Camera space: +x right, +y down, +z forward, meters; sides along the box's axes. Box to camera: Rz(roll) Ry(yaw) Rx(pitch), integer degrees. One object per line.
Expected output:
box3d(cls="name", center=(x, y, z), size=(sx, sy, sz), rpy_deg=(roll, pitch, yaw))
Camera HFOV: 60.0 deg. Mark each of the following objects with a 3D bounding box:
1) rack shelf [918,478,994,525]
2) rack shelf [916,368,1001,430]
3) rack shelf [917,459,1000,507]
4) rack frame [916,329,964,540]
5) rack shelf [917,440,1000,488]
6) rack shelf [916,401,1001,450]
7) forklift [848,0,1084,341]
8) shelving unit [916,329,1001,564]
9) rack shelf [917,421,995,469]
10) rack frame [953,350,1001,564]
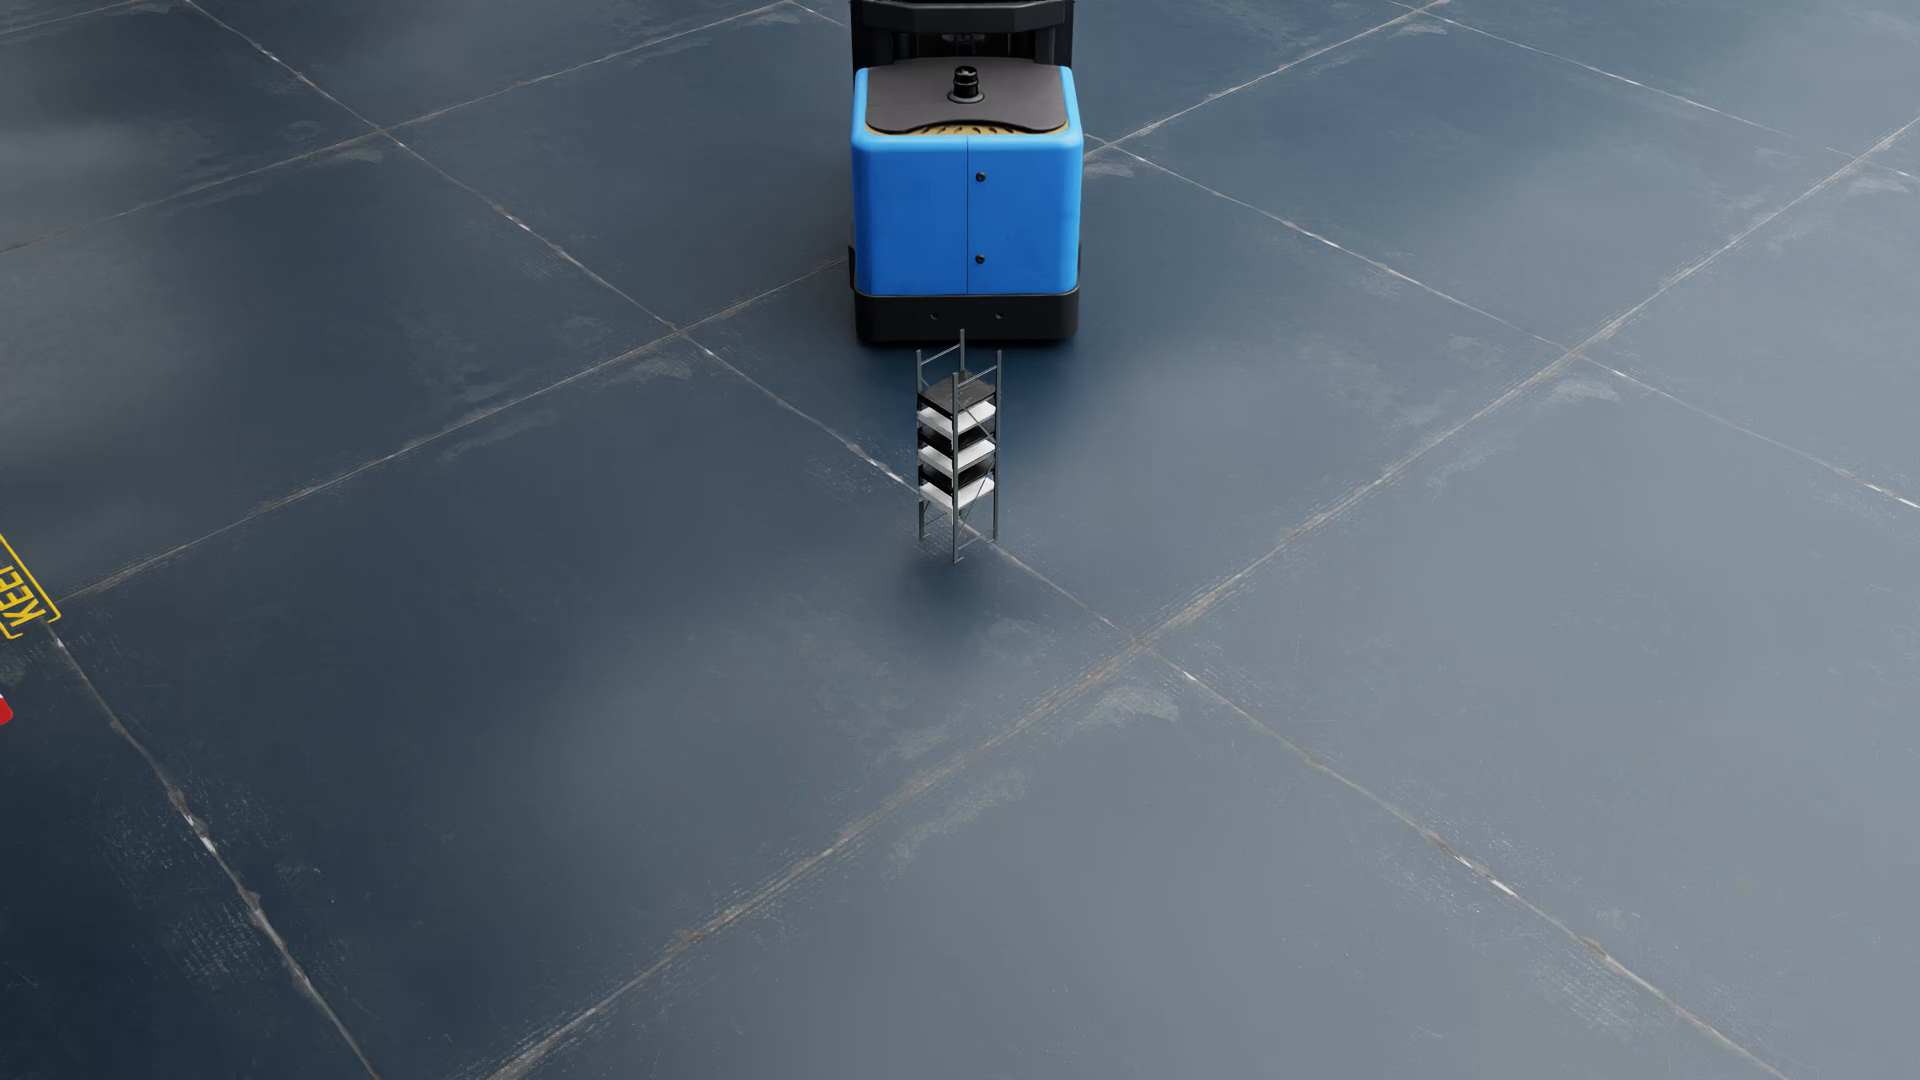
box3d(cls="rack shelf", center=(-0.005, -0.188, 6.606), size=(0.258, 0.077, 0.200), rpy_deg=(-30, 48, -32))
box3d(cls="rack shelf", center=(-0.005, -0.538, 6.323), size=(0.258, 0.077, 0.200), rpy_deg=(-30, 48, -32))
box3d(cls="rack shelf", center=(-0.005, -0.258, 6.549), size=(0.258, 0.077, 0.200), rpy_deg=(-30, 48, -32))
box3d(cls="rack frame", center=(-0.074, -0.401, 6.530), size=(0.240, 0.900, 0.006), rpy_deg=(-30, 48, -32))
box3d(cls="rack shelf", center=(-0.005, -0.328, 6.493), size=(0.258, 0.077, 0.200), rpy_deg=(-30, 48, -32))
box3d(cls="rack shelf", center=(-0.005, -0.468, 6.380), size=(0.258, 0.077, 0.200), rpy_deg=(-30, 48, -32))
box3d(cls="forklift", center=(0.005, -2.971, 8.096), size=(1.130, 2.935, 3.031), rpy_deg=(-1, 39, -1))
box3d(cls="shelving unit", center=(-0.005, -0.354, 6.472), size=(0.258, 0.900, 0.210), rpy_deg=(-30, 48, -32))
box3d(cls="rack shelf", center=(-0.005, -0.398, 6.436), size=(0.258, 0.077, 0.200), rpy_deg=(-30, 48, -32))
box3d(cls="rack frame", center=(0.063, -0.307, 6.414), size=(0.240, 0.900, 0.006), rpy_deg=(-30, 48, -32))
